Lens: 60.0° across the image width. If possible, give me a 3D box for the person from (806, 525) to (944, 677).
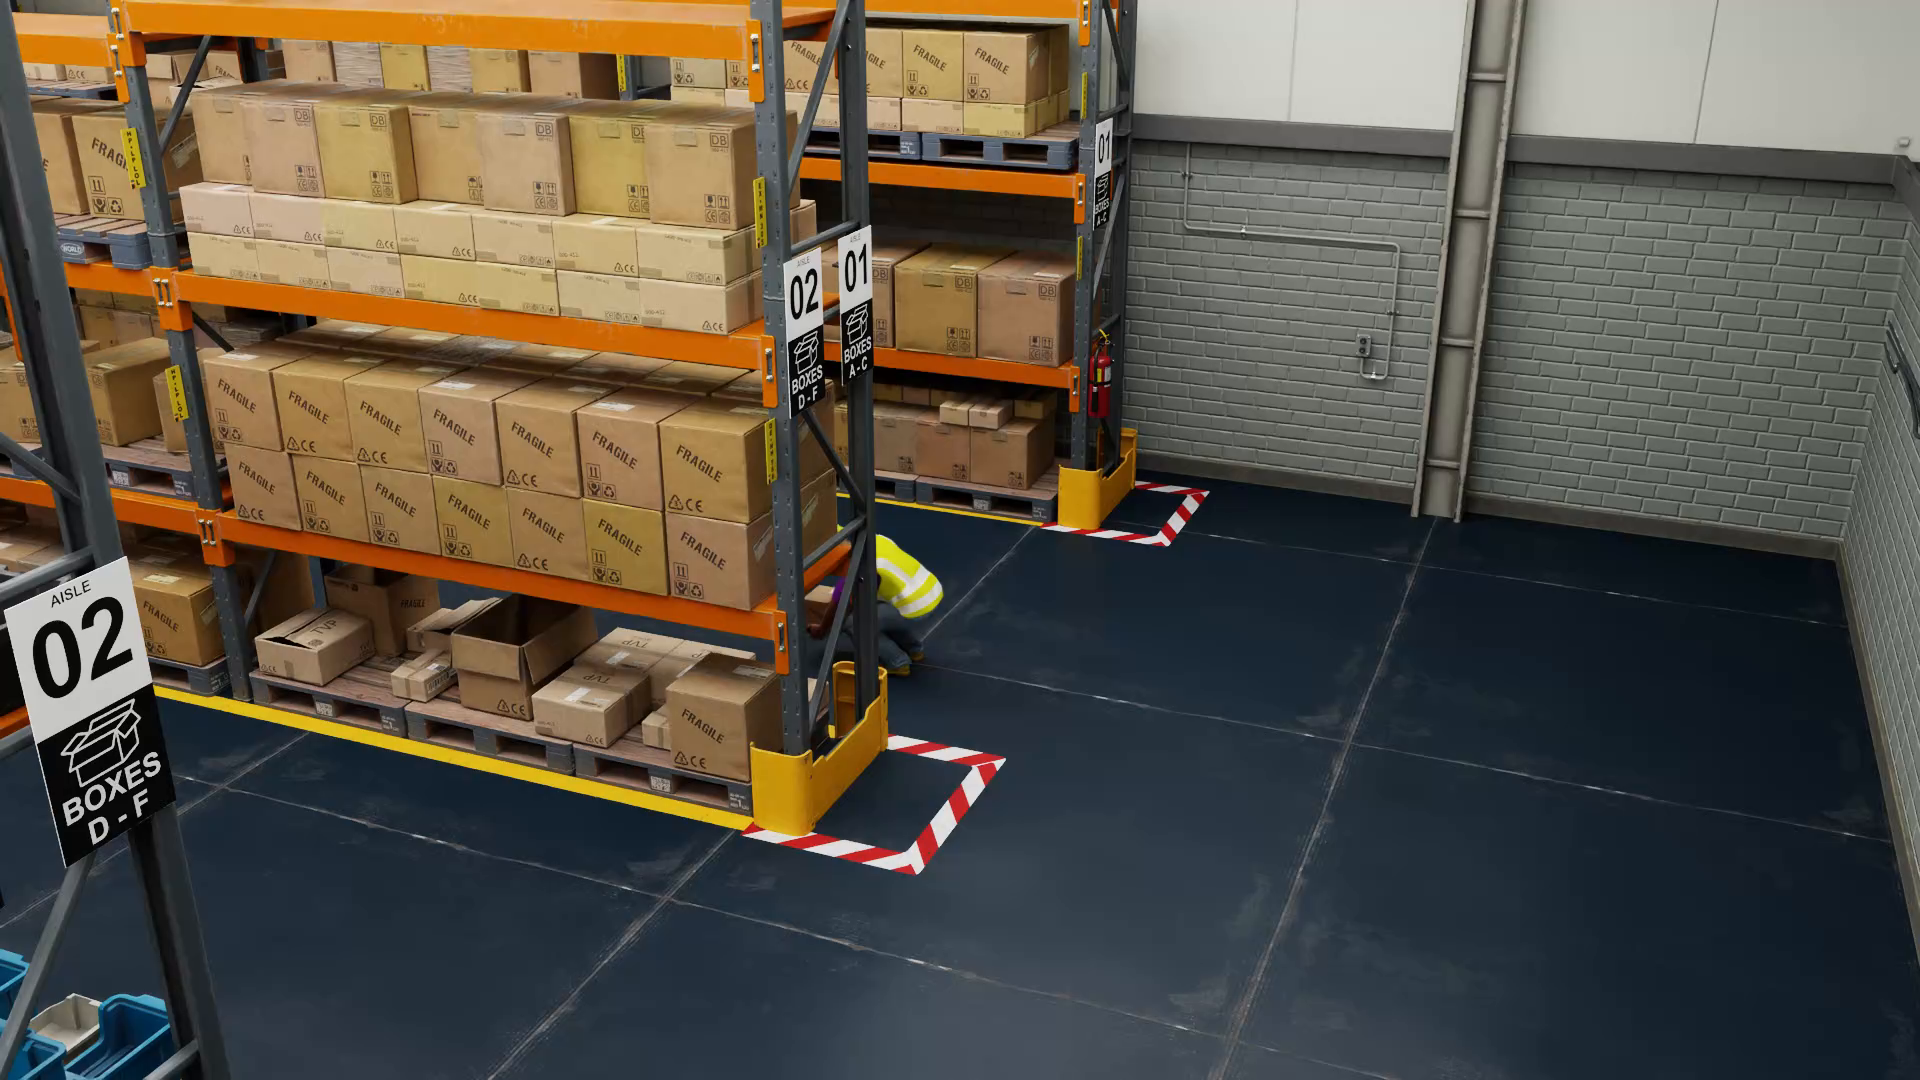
[{"bbox_3d":[-0.584,0.369,11.005,0.912,1.011,0.542,6,23,15],"label":"person"}]
